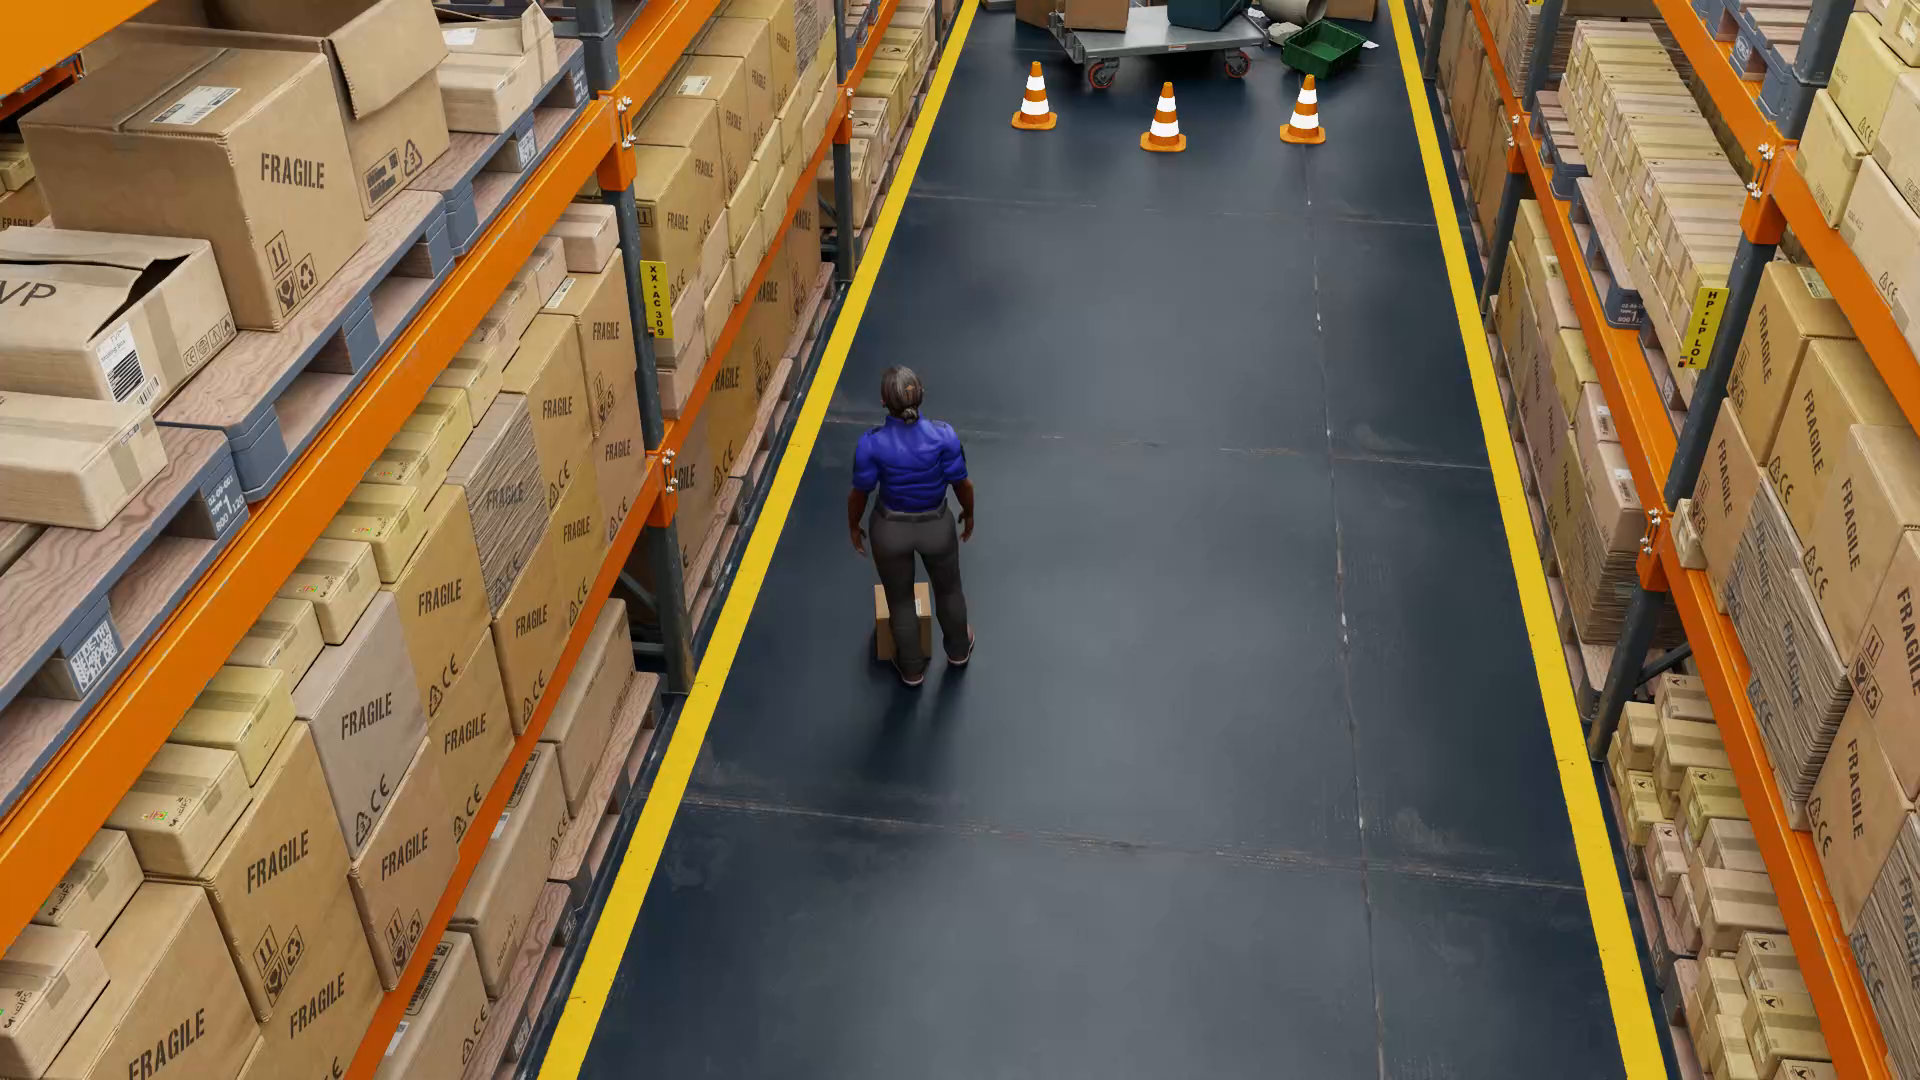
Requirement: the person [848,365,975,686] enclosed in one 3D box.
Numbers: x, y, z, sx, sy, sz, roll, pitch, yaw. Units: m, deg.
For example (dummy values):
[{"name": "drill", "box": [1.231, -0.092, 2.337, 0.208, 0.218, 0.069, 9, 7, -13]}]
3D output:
[{"name": "person", "box": [-0.187, -0.087, 7.147, 0.549, 1.657, 0.502, -4, 37, -5]}]
